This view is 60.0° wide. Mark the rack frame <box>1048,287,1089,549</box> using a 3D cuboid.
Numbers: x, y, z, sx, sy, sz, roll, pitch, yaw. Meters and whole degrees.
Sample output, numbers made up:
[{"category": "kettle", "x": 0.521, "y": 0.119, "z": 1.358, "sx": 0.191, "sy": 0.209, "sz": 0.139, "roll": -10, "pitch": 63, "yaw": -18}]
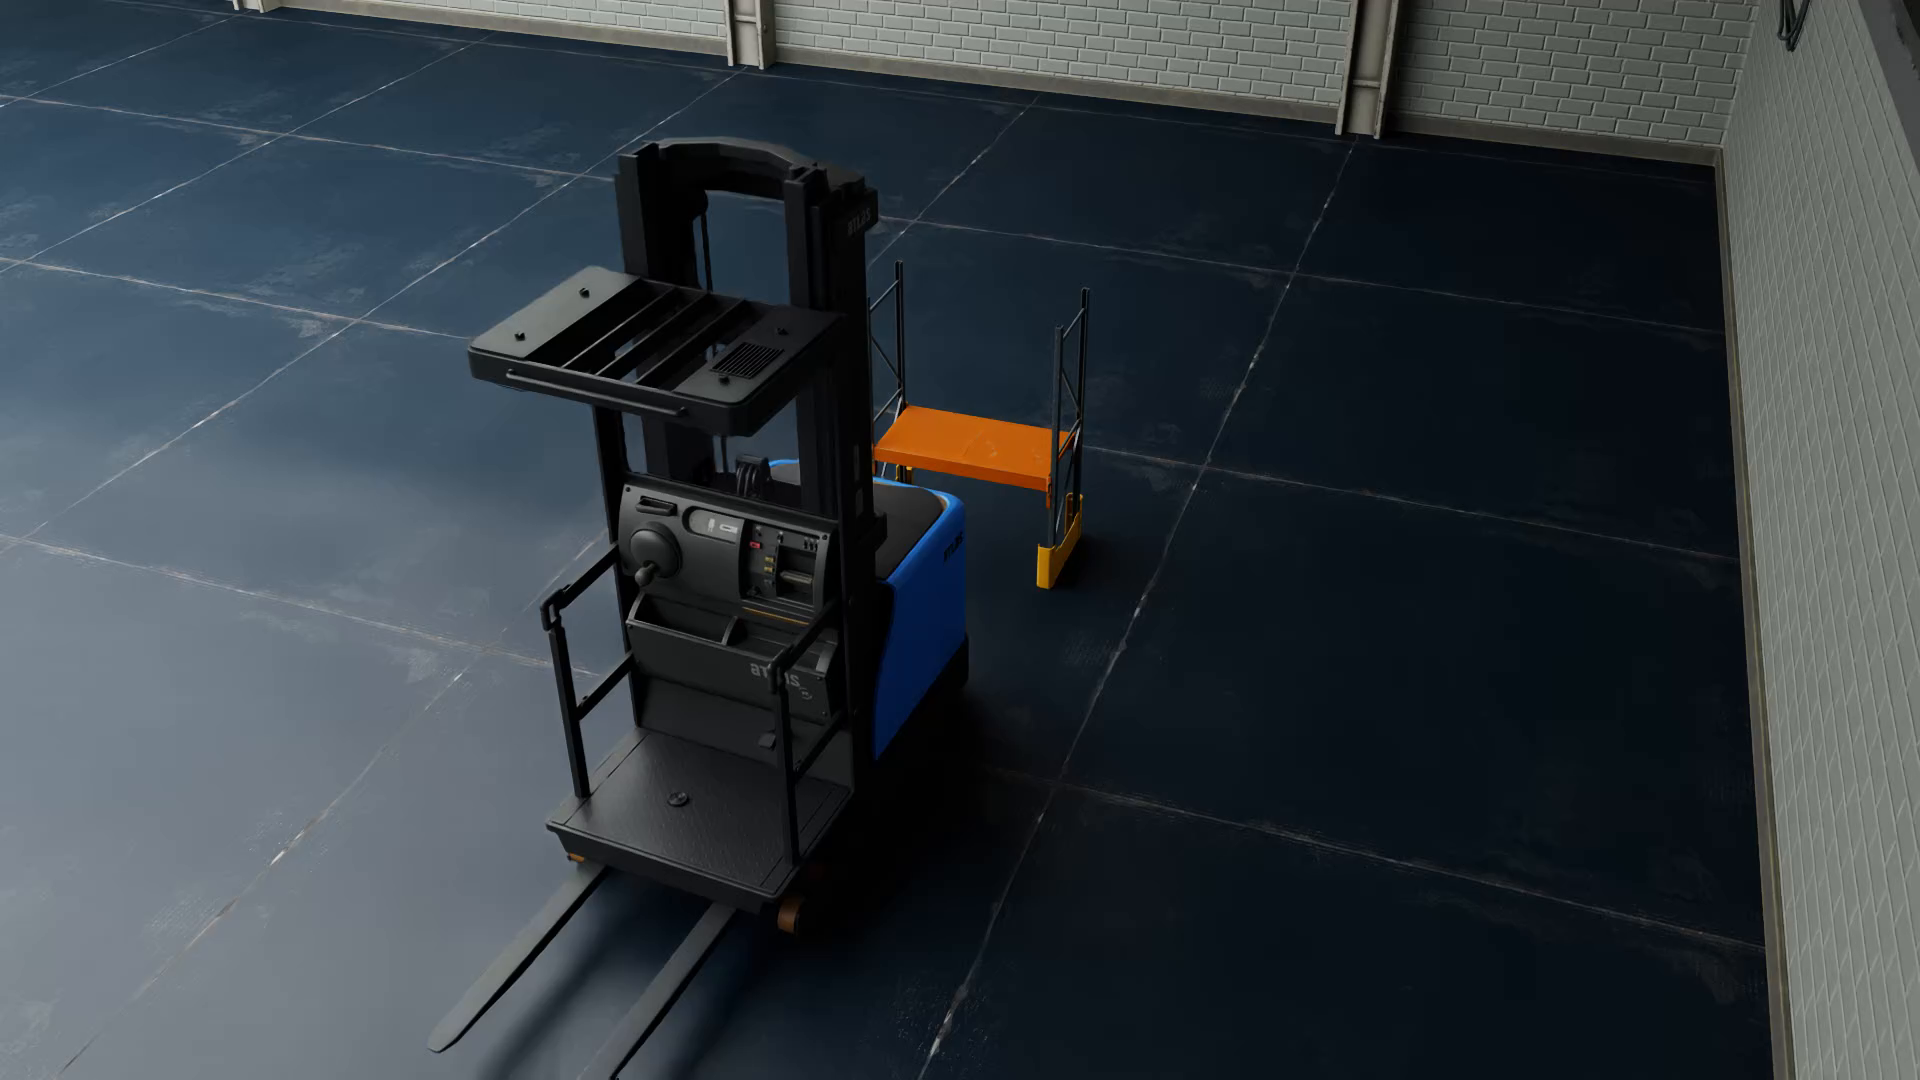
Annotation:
[{"category": "rack frame", "x": 0.559, "y": -0.521, "z": 8.643, "sx": 0.032, "sy": 1.500, "sz": 0.500, "roll": 11, "pitch": 34, "yaw": 16}]

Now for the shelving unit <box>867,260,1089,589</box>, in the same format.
[{"category": "shelving unit", "x": 0.072, "y": -0.616, "z": 8.790, "sx": 1.083, "sy": 1.500, "sz": 0.587, "roll": 11, "pitch": 34, "yaw": 16}]

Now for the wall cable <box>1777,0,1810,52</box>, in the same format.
[{"category": "wall cable", "x": 5.908, "y": -4.923, "z": 11.409, "sx": 0.112, "sy": 2.526, "sz": 3.097, "roll": 11, "pitch": 34, "yaw": 16}]

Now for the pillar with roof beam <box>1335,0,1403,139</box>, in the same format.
[{"category": "pillar with roof beam", "x": 2.129, "y": -5.243, "z": 9.043, "sx": 0.400, "sy": 9.000, "sz": 9.100, "roll": 11, "pitch": 34, "yaw": 16}]

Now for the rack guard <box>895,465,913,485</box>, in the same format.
[{"category": "rack guard", "x": -0.397, "y": -0.182, "z": 9.270, "sx": 0.087, "sy": 0.250, "sz": 0.587, "roll": 11, "pitch": 34, "yaw": 16}]

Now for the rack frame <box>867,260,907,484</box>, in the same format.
[{"category": "rack frame", "x": -0.398, "y": -0.707, "z": 8.931, "sx": 0.032, "sy": 1.500, "sz": 0.500, "roll": 11, "pitch": 34, "yaw": 16}]

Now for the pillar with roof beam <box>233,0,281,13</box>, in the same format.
[{"category": "pillar with roof beam", "x": -9.168, "y": -7.439, "z": 12.444, "sx": 0.400, "sy": 9.000, "sz": 9.100, "roll": 11, "pitch": 34, "yaw": 16}]

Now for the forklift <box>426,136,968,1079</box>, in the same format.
[{"category": "forklift", "x": -1.012, "y": 0.100, "z": 6.360, "sx": 1.130, "sy": 2.935, "sz": 3.031, "roll": 13, "pitch": 35, "yaw": 20}]

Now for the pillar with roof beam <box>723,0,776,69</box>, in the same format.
[{"category": "pillar with roof beam", "x": -3.519, "y": -6.341, "z": 10.744, "sx": 0.400, "sy": 9.000, "sz": 9.100, "roll": 11, "pitch": 34, "yaw": 16}]

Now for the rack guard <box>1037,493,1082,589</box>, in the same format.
[{"category": "rack guard", "x": 0.541, "y": 0.000, "z": 8.987, "sx": 0.087, "sy": 0.250, "sz": 0.587, "roll": 11, "pitch": 34, "yaw": 16}]

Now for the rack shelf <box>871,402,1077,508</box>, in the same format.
[{"category": "rack shelf", "x": 0.080, "y": -0.463, "z": 8.885, "sx": 1.000, "sy": 0.185, "sz": 0.538, "roll": 11, "pitch": 34, "yaw": 16}]
